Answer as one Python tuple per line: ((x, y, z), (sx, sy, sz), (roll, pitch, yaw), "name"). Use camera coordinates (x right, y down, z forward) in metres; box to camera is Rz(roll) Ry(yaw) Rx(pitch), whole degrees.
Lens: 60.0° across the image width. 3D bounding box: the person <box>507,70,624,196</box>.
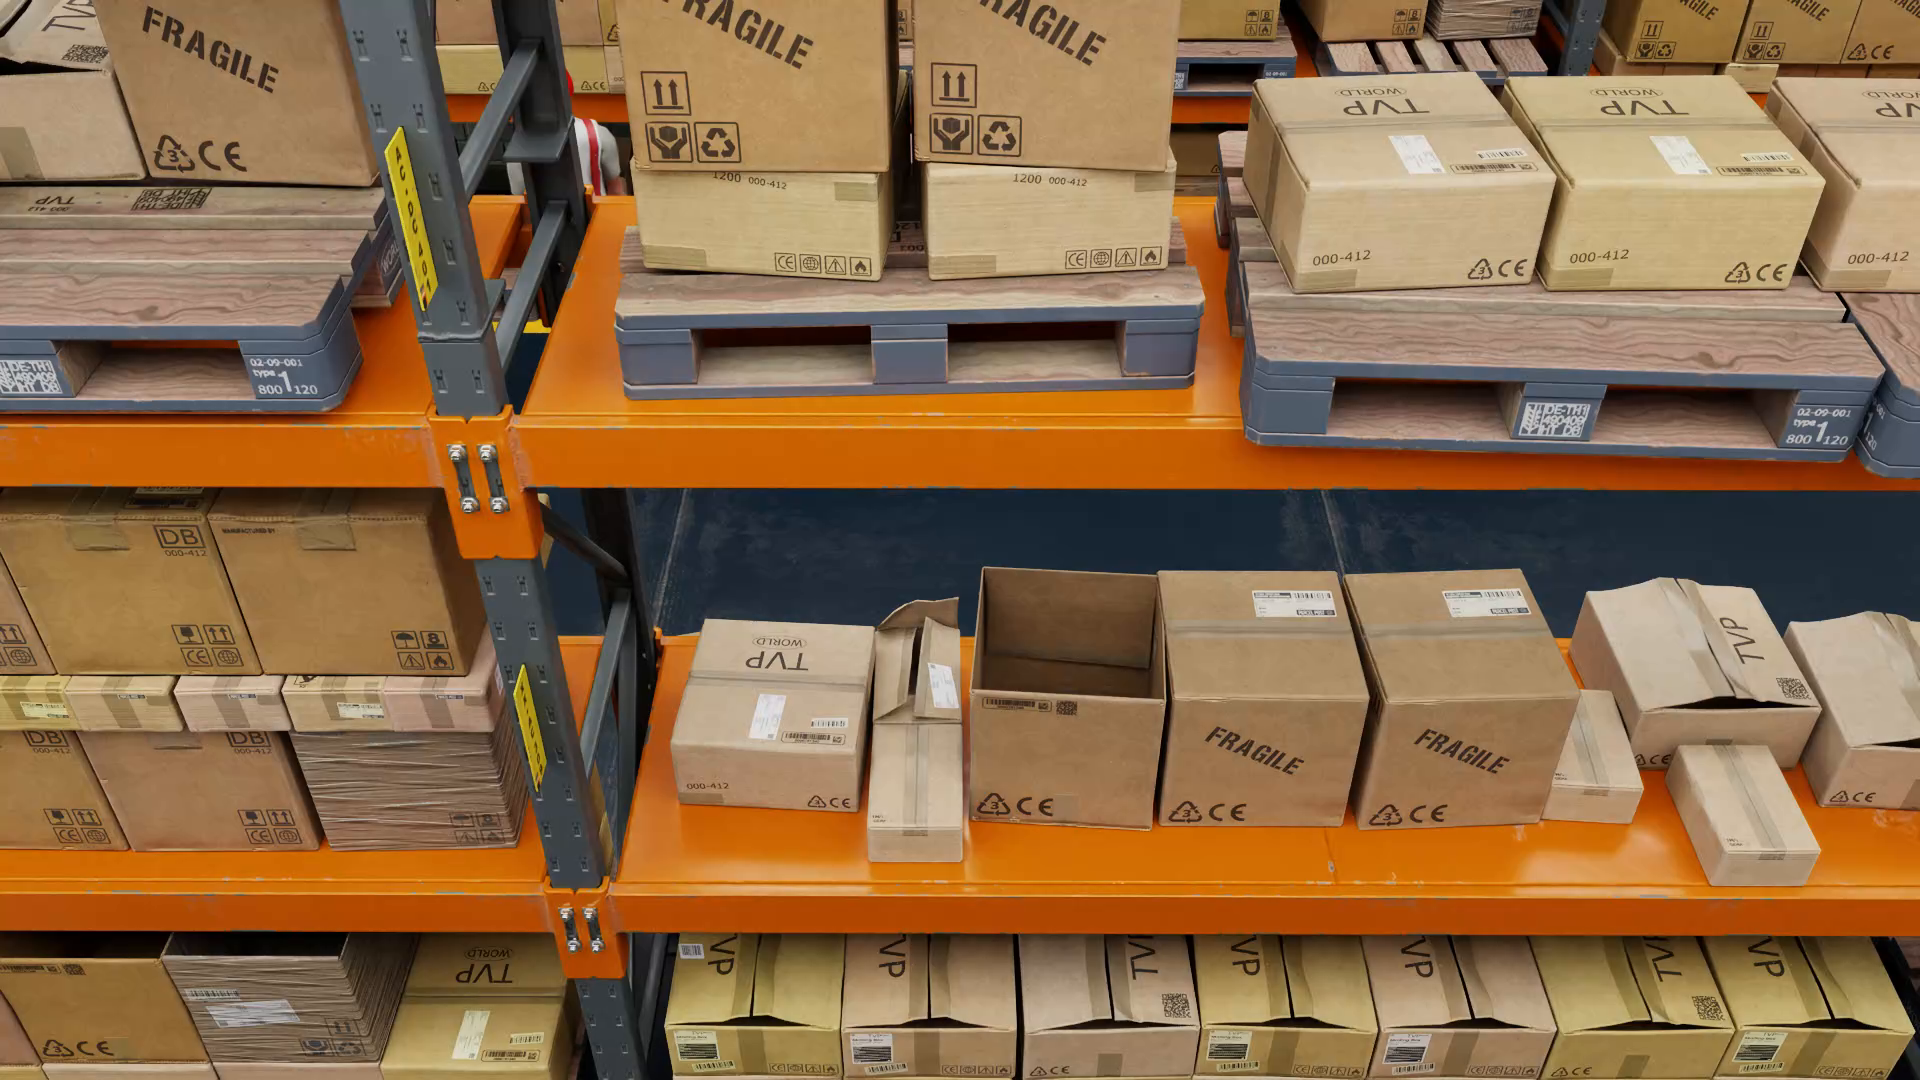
((-1.829, -1.424, 7.875), (0.544, 1.795, 0.349), (-17, 42, -20), "person")
